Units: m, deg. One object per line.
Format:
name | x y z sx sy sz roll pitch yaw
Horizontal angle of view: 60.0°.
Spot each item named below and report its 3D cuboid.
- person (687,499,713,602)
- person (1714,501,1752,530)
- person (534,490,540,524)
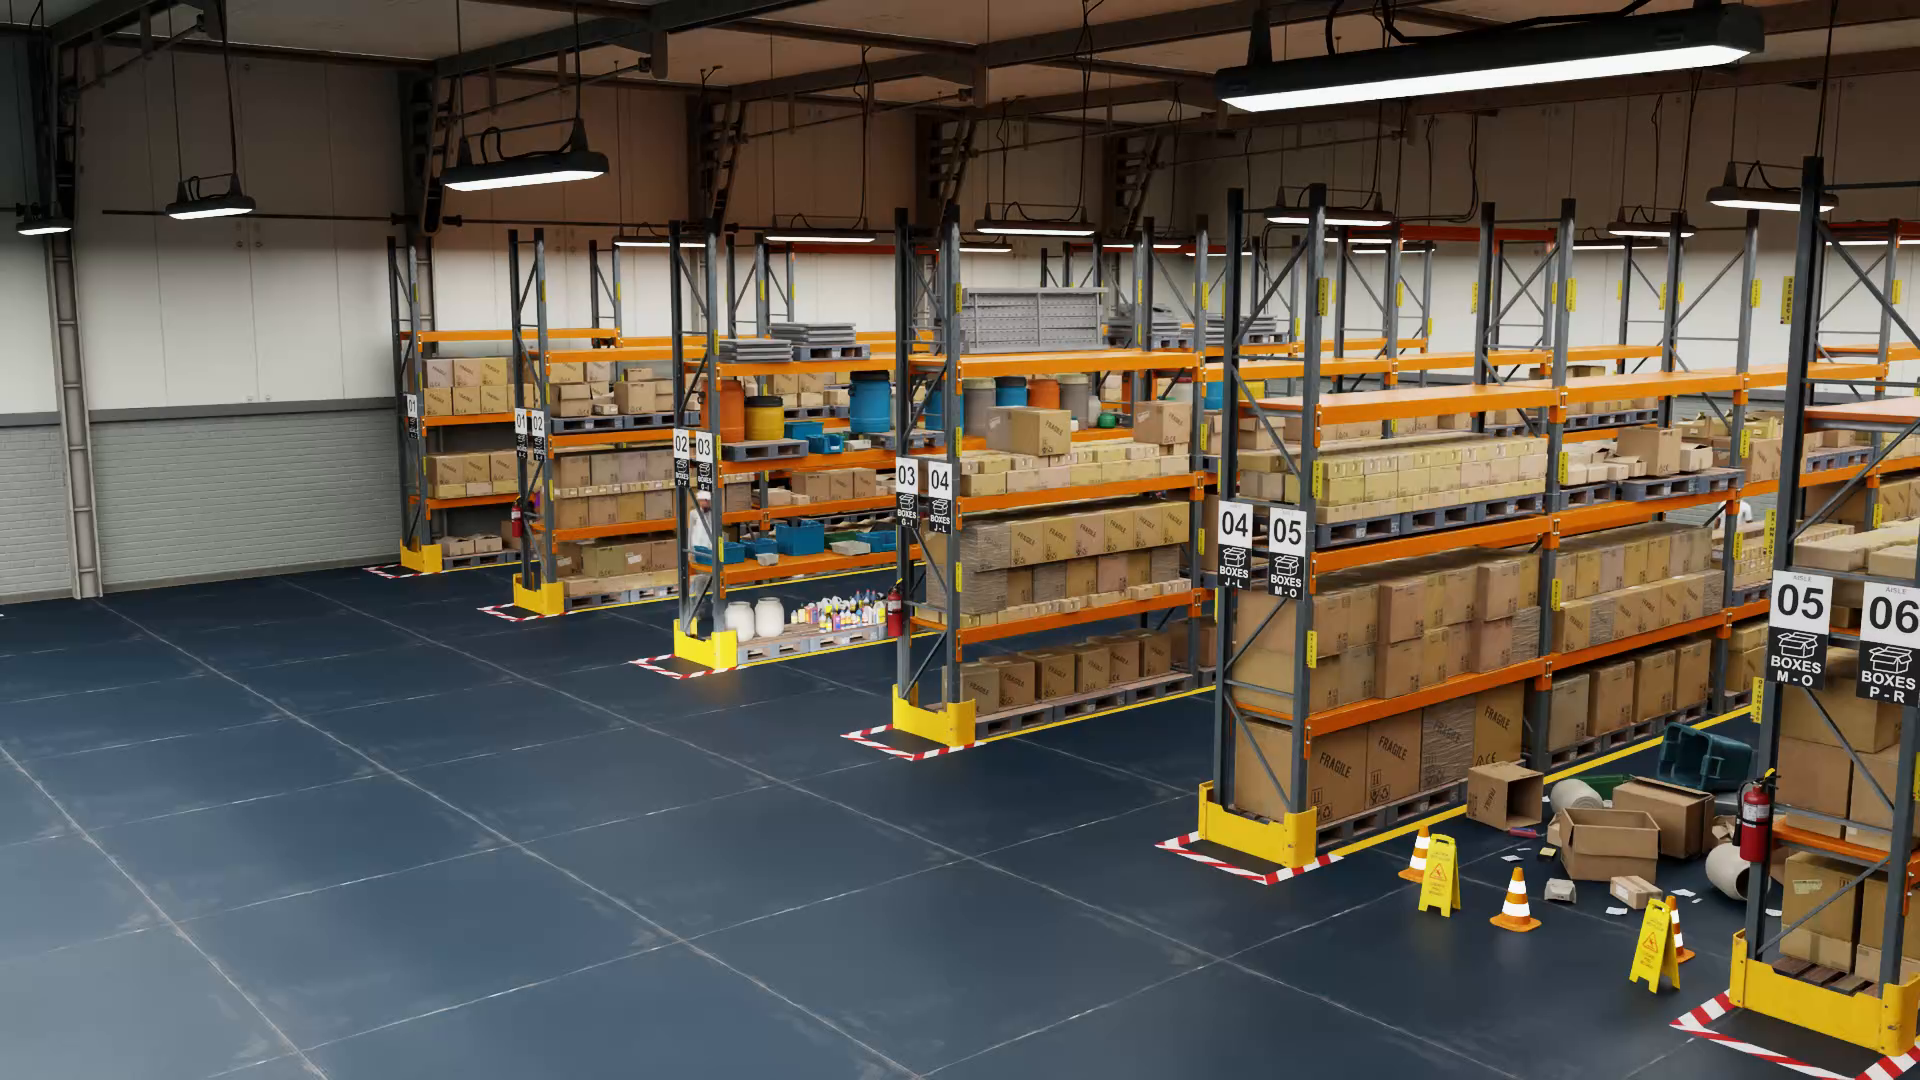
person | -3.962 0.146 25.693 0.601 1.769 0.451 -5 10 -29
person | 13.335 -0.064 28.684 0.662 1.693 0.947 7 11 37
person | -7.440 -0.688 30.239 0.620 1.065 0.394 -2 9 -15
